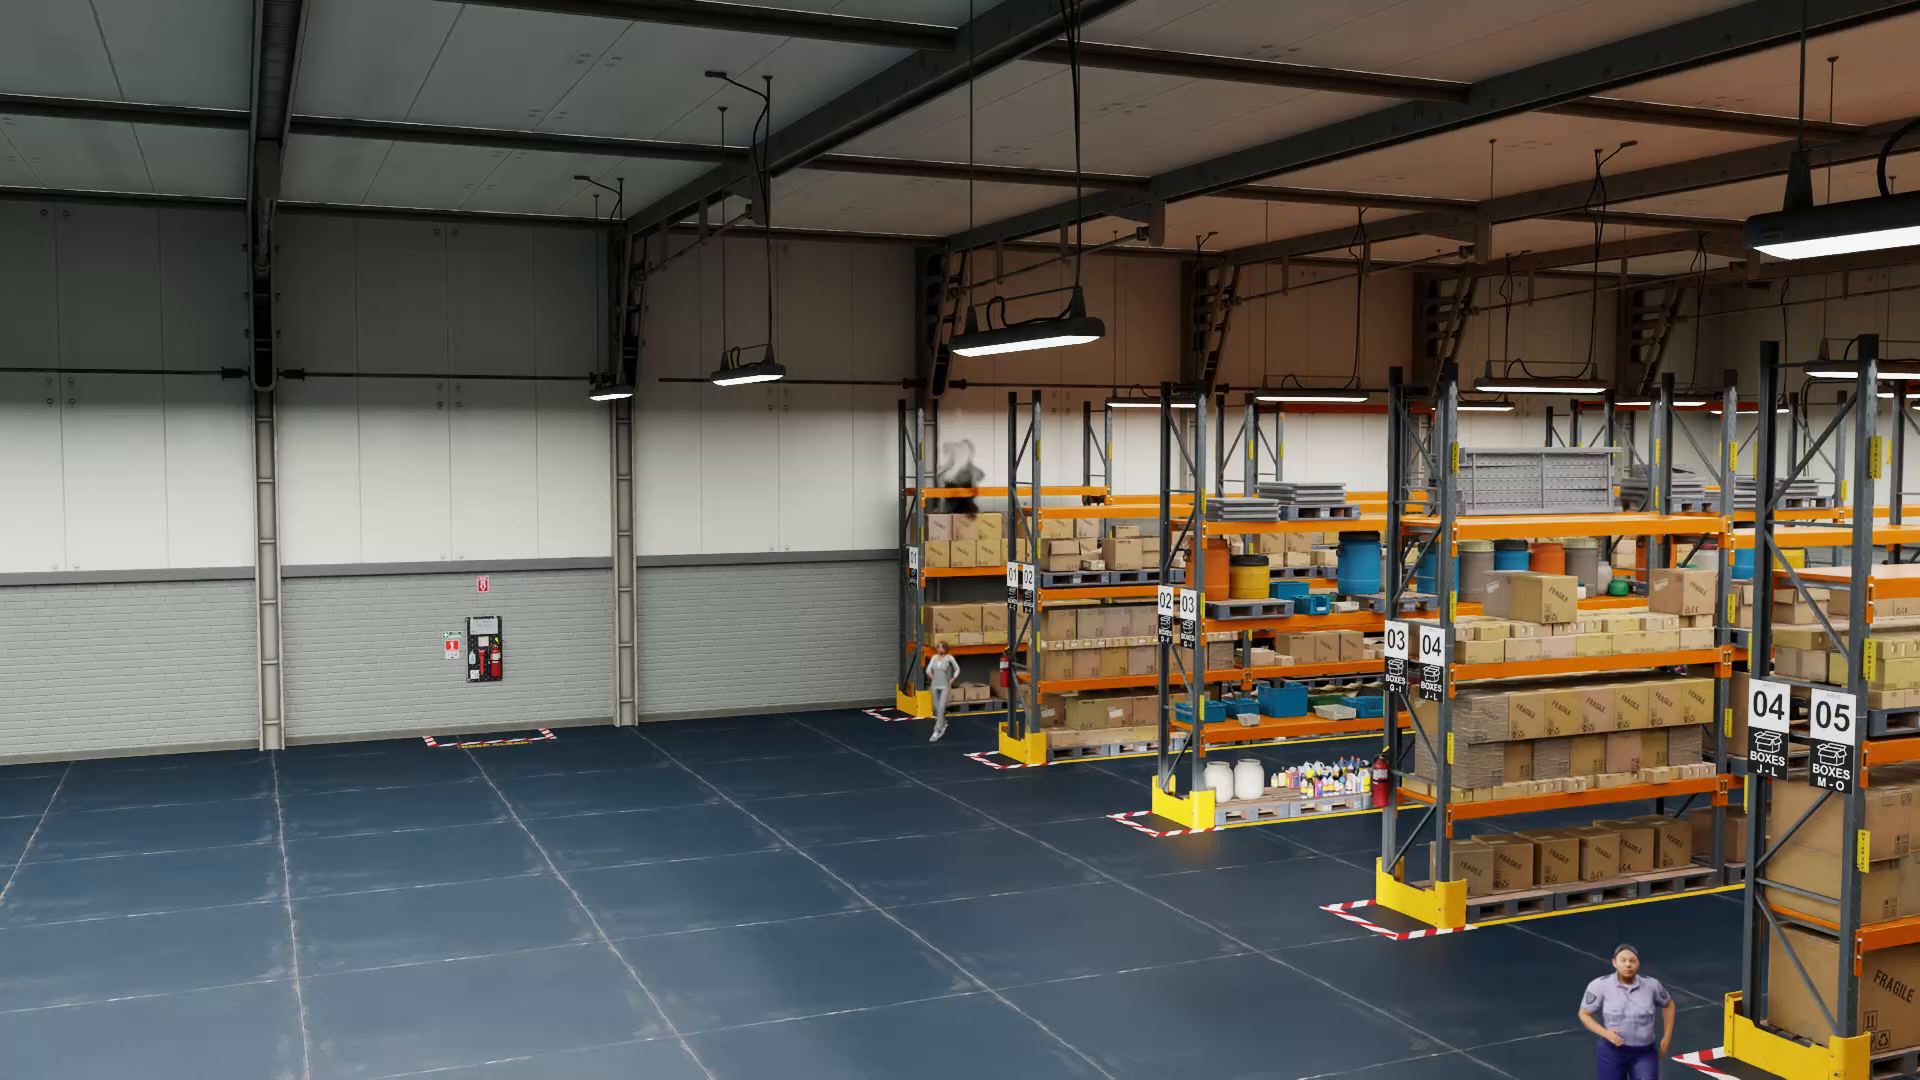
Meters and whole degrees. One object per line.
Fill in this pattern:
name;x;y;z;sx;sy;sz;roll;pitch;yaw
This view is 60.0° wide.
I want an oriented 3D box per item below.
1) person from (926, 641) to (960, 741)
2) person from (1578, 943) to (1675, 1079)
person;-0.316;2.468;27.407;0.555;1.620;0.741;1;4;23
person;4.703;3.659;11.714;0.661;1.617;0.570;1;3;15
